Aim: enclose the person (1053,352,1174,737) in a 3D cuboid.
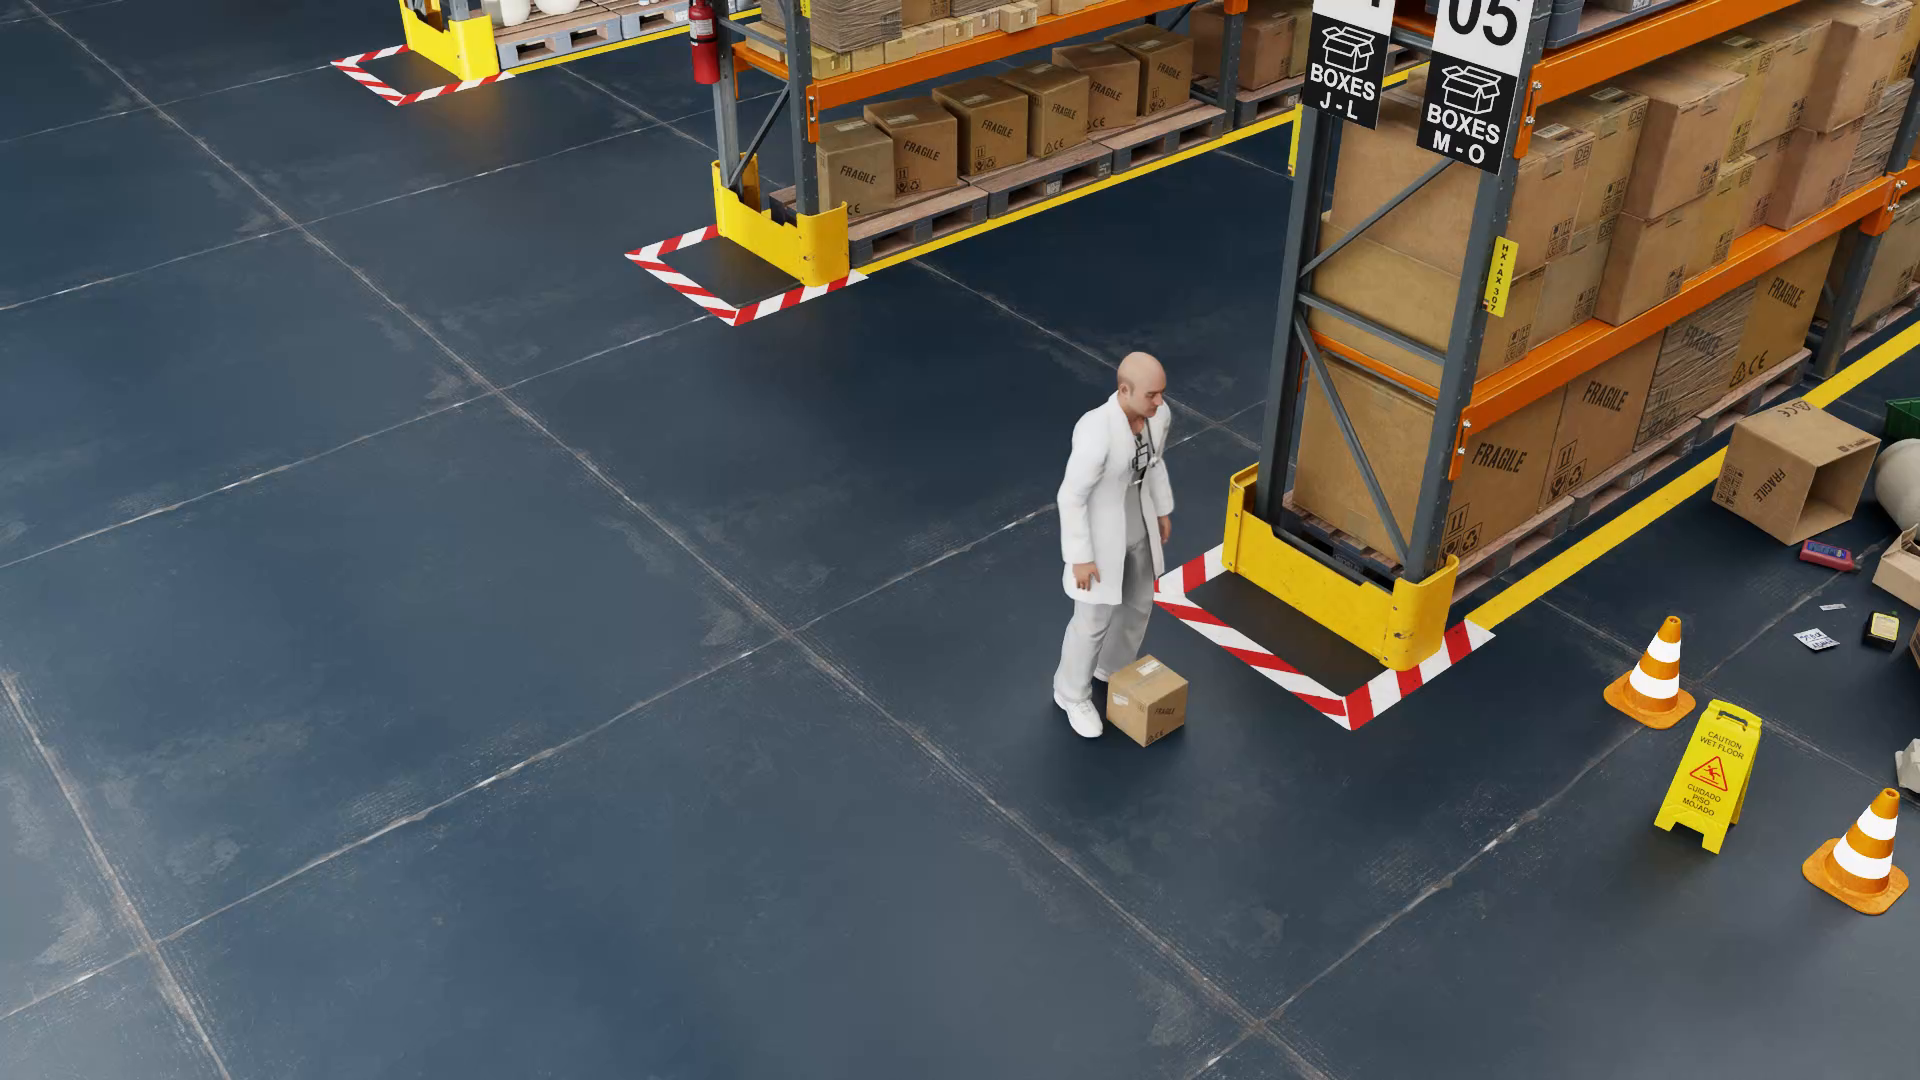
[{"bbox_3d":[0.678,-0.020,7.122,0.653,1.774,0.422,-29,44,-34],"label":"person"}]
